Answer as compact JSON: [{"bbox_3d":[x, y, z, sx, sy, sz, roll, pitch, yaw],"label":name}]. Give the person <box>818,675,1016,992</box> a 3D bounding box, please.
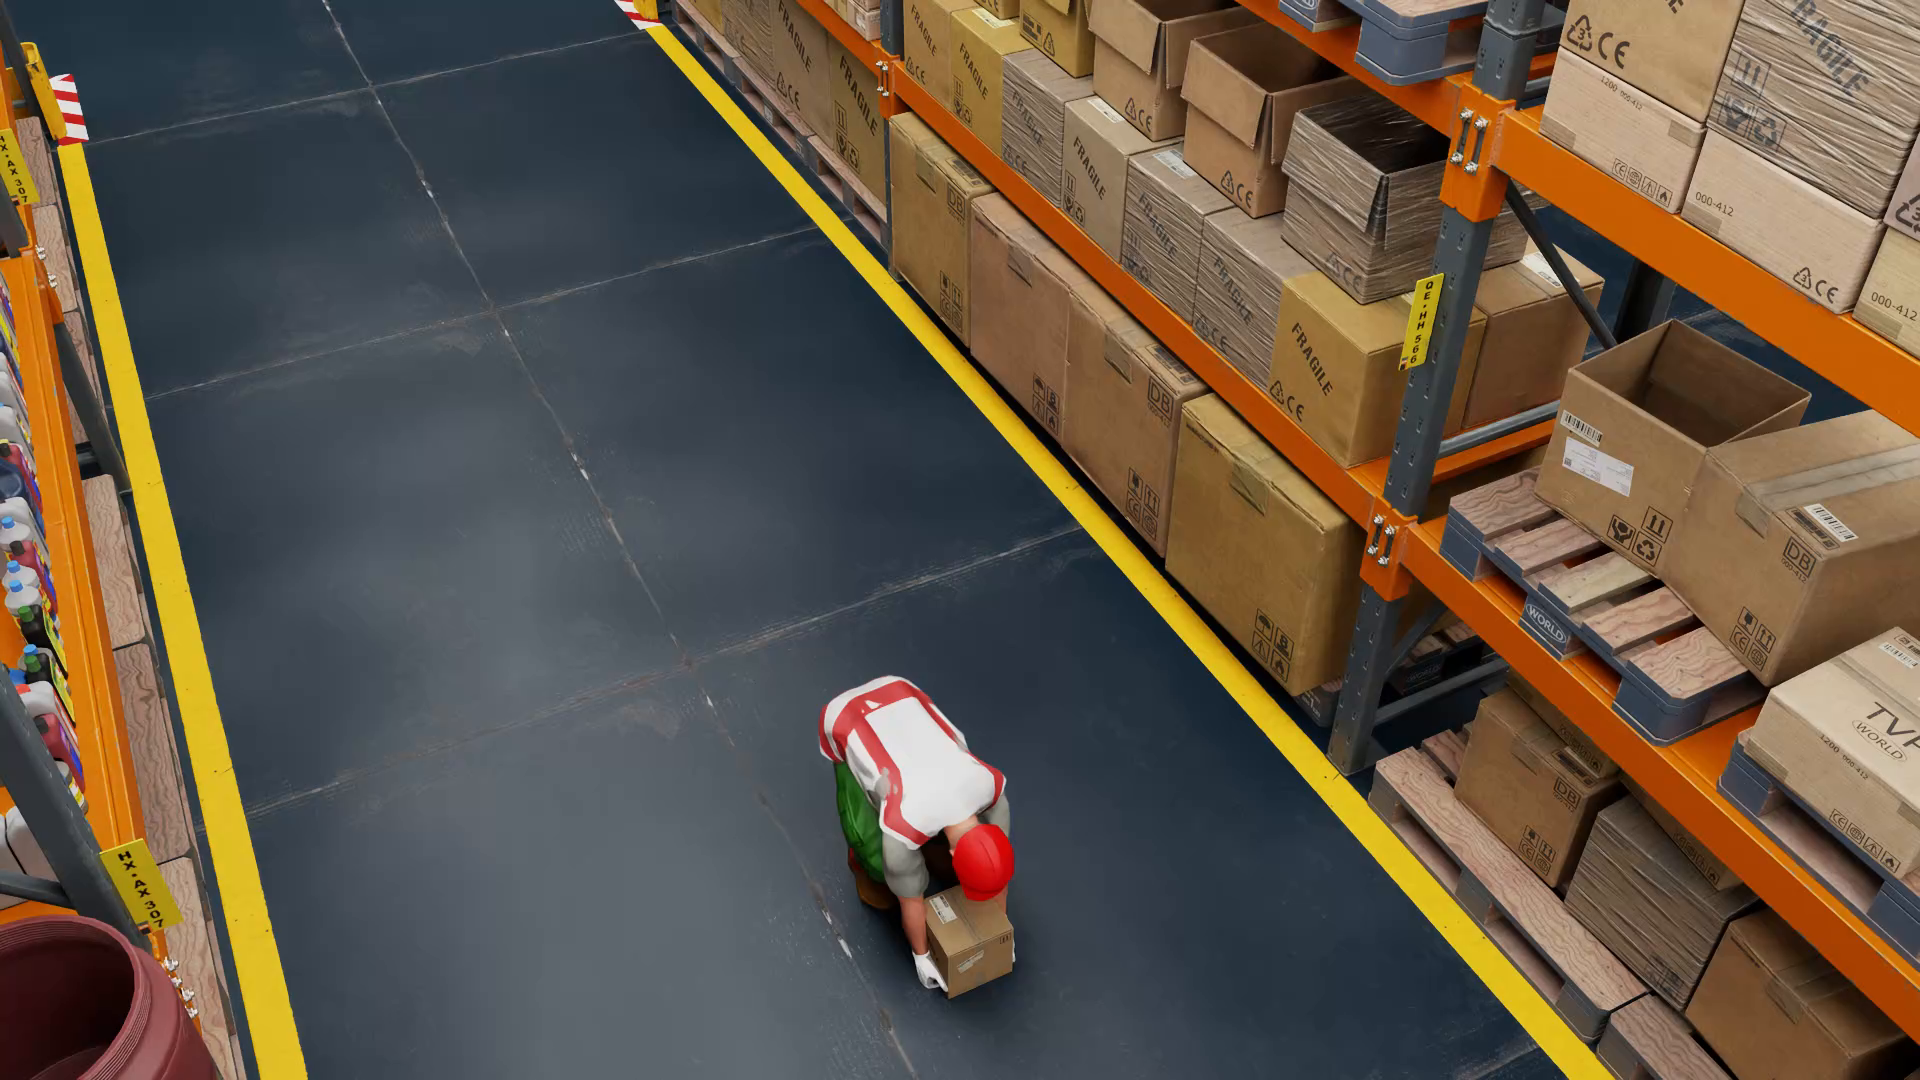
[{"bbox_3d":[-0.126,1.000,5.745,0.530,0.844,0.966,-20,45,-22],"label":"person"}]
